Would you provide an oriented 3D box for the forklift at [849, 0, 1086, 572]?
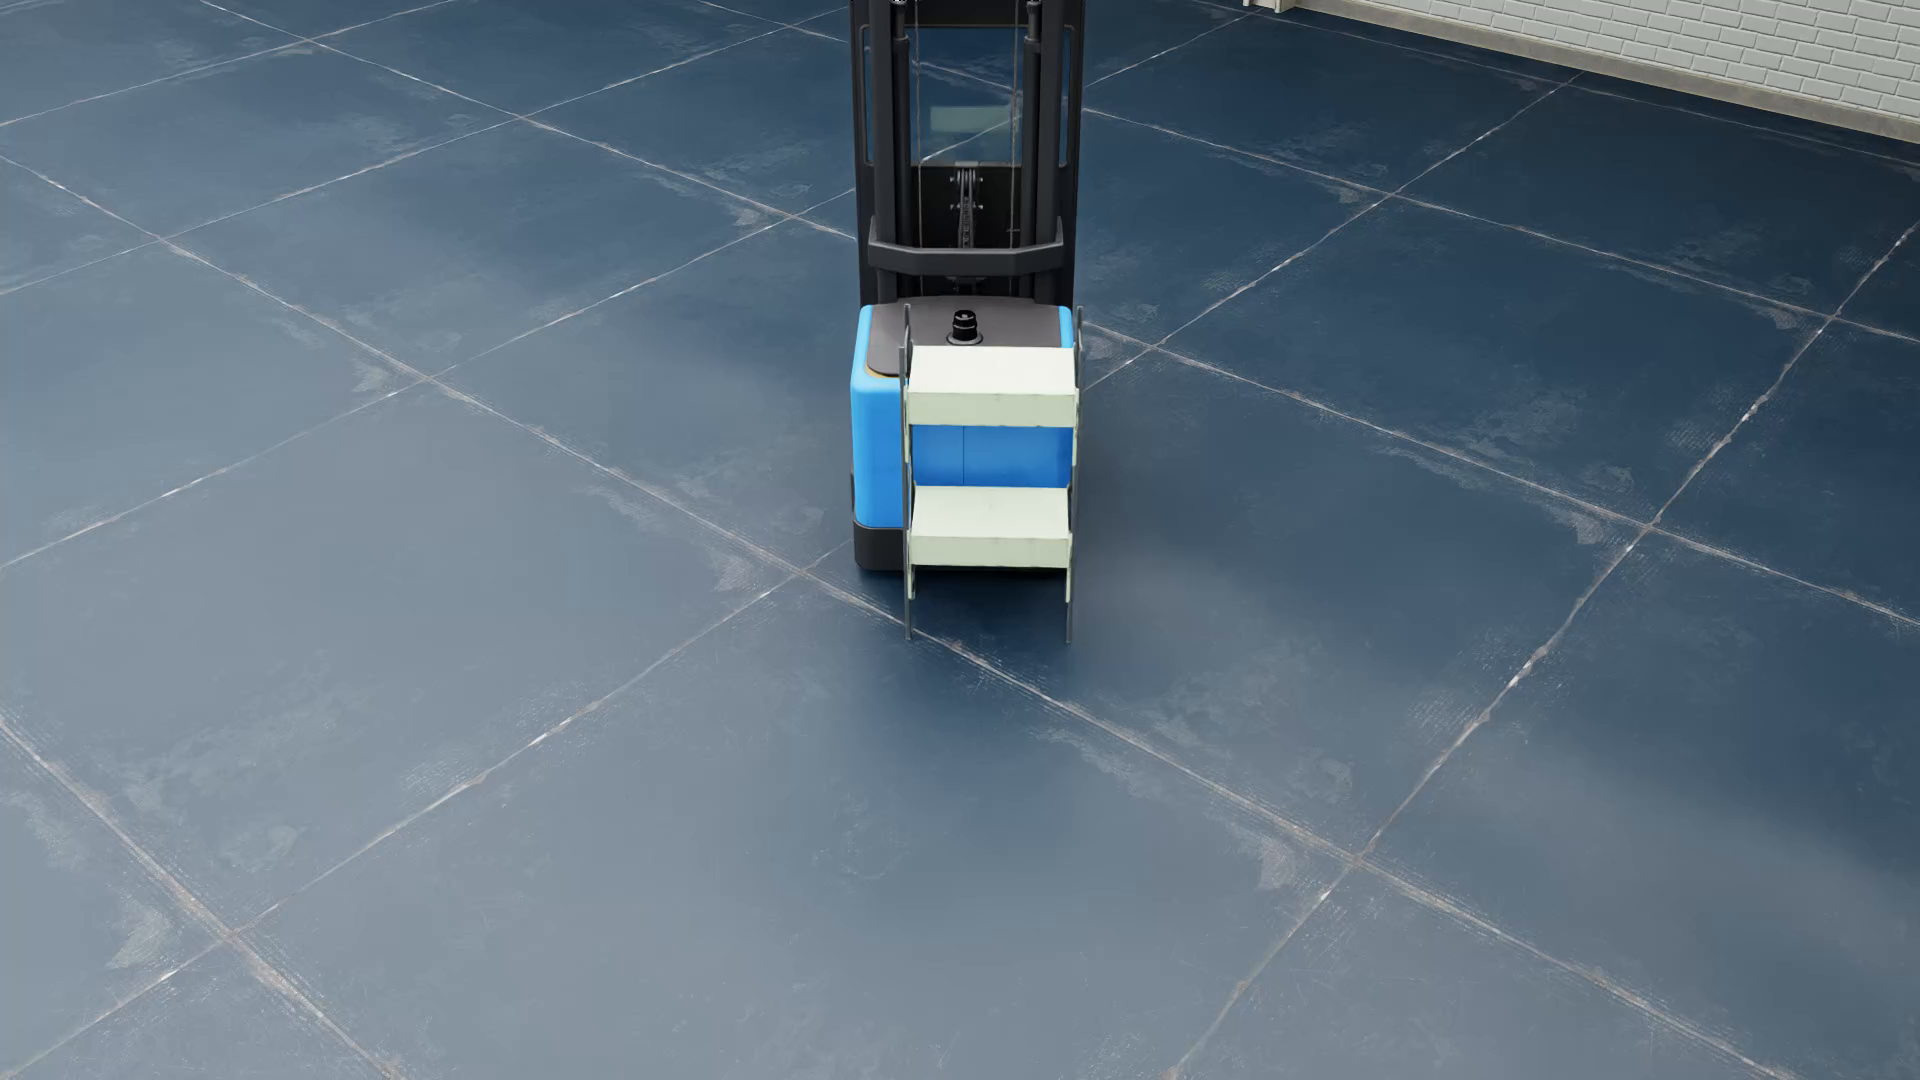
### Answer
[{"bbox_3d":[0.037,-1.857,8.366,1.130,2.935,3.031,0,34,1],"label":"forklift"}]

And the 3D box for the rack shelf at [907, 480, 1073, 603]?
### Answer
[{"bbox_3d":[0.136,0.004,7.496,0.720,0.370,0.431,1,34,2],"label":"rack shelf"}]

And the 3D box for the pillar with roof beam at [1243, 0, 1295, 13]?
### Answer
[{"bbox_3d":[0.135,-6.826,10.241,0.400,9.000,9.100,25,42,32],"label":"pillar with roof beam"}]

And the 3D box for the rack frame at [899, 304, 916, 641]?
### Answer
[{"bbox_3d":[-0.230,-0.273,7.322,0.023,1.500,0.400,1,34,2],"label":"rack frame"}]

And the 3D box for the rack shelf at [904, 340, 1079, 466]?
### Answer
[{"bbox_3d":[0.136,-0.587,7.090,0.720,0.370,0.431,1,34,2],"label":"rack shelf"}]

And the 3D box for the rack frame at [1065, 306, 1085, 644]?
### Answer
[{"bbox_3d":[0.502,-0.258,7.300,0.023,1.500,0.400,1,34,2],"label":"rack frame"}]

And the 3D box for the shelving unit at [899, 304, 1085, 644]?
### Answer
[{"bbox_3d":[0.136,-0.265,7.311,0.755,1.500,0.431,1,34,2],"label":"shelving unit"}]
